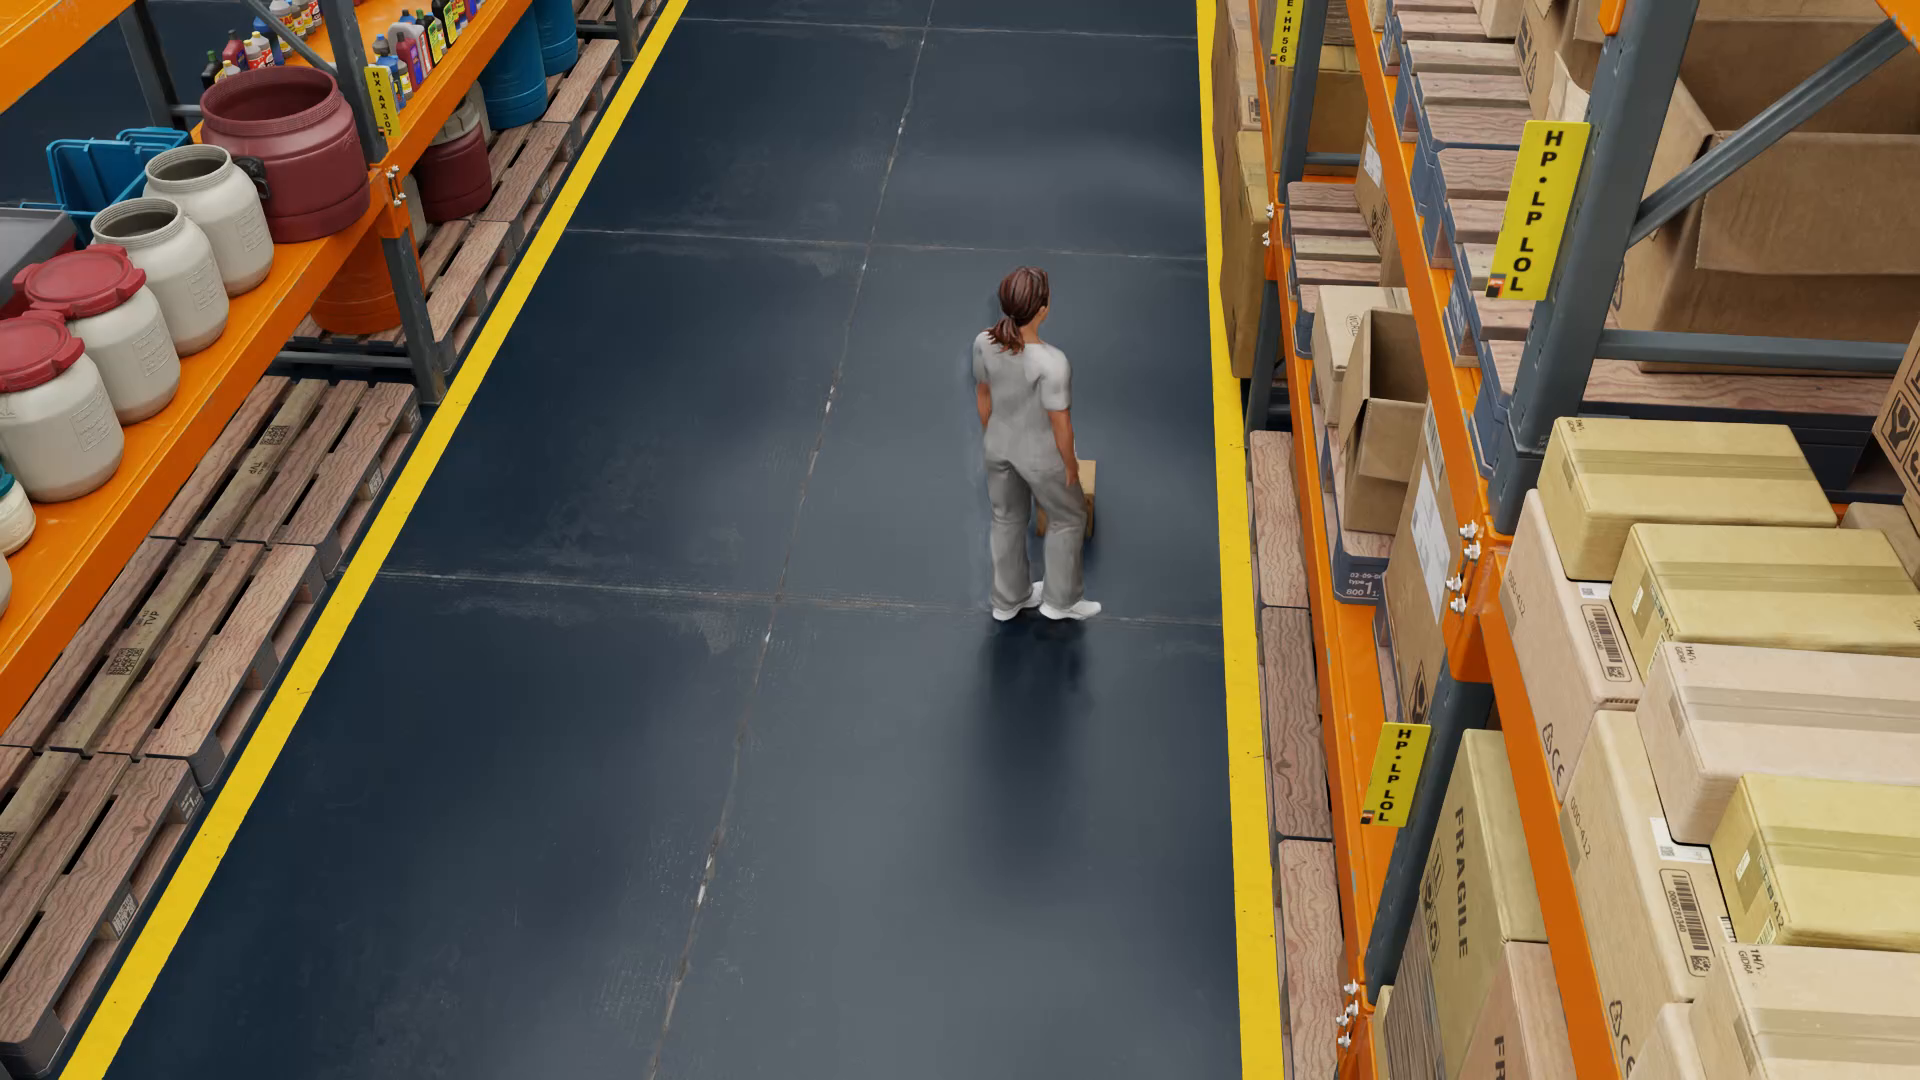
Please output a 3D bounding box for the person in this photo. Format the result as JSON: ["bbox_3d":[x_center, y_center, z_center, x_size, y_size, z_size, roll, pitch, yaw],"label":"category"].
[{"bbox_3d":[0.299,-0.329,6.573,0.502,1.716,0.441,26,47,27],"label":"person"}]
